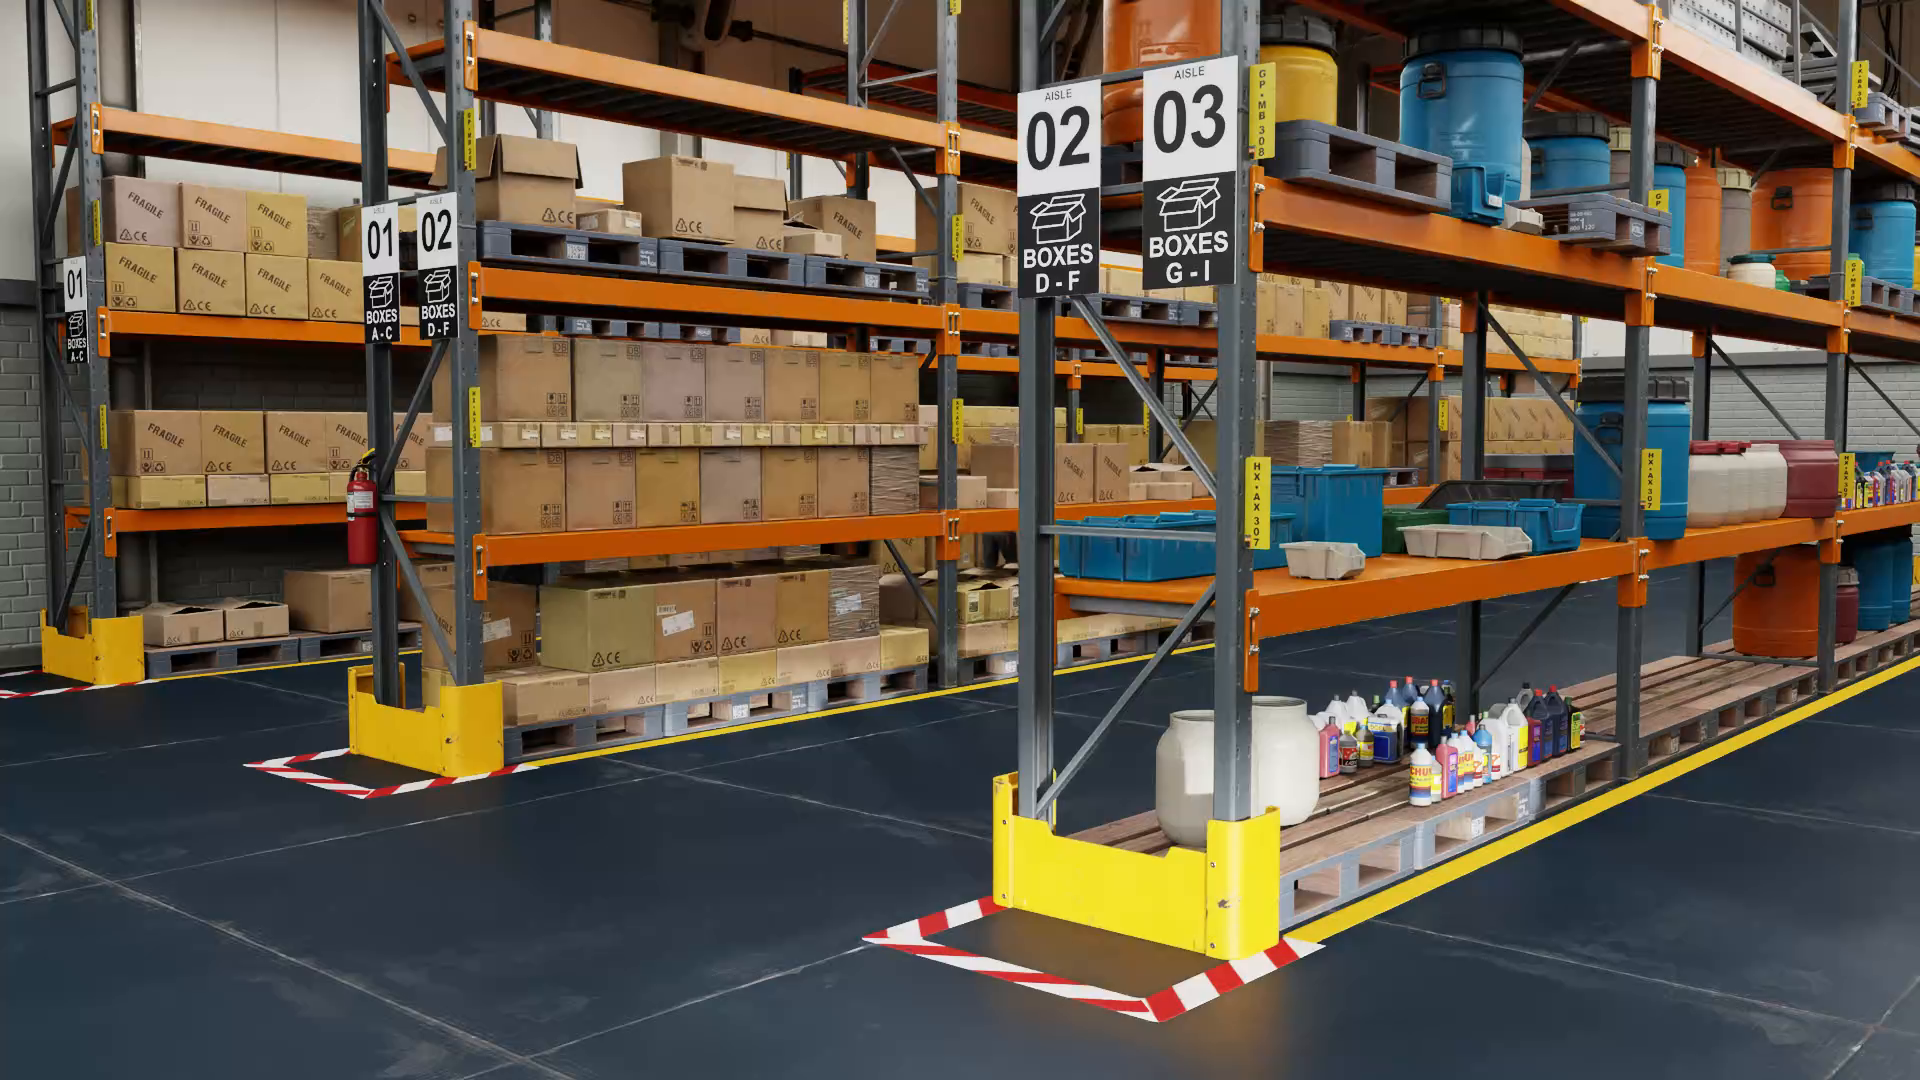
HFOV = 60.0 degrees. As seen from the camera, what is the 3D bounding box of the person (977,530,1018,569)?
[{"bbox_3d":[0.358,-0.058,17.292,0.776,1.633,0.450,-4,5,-45],"label":"person"}]
